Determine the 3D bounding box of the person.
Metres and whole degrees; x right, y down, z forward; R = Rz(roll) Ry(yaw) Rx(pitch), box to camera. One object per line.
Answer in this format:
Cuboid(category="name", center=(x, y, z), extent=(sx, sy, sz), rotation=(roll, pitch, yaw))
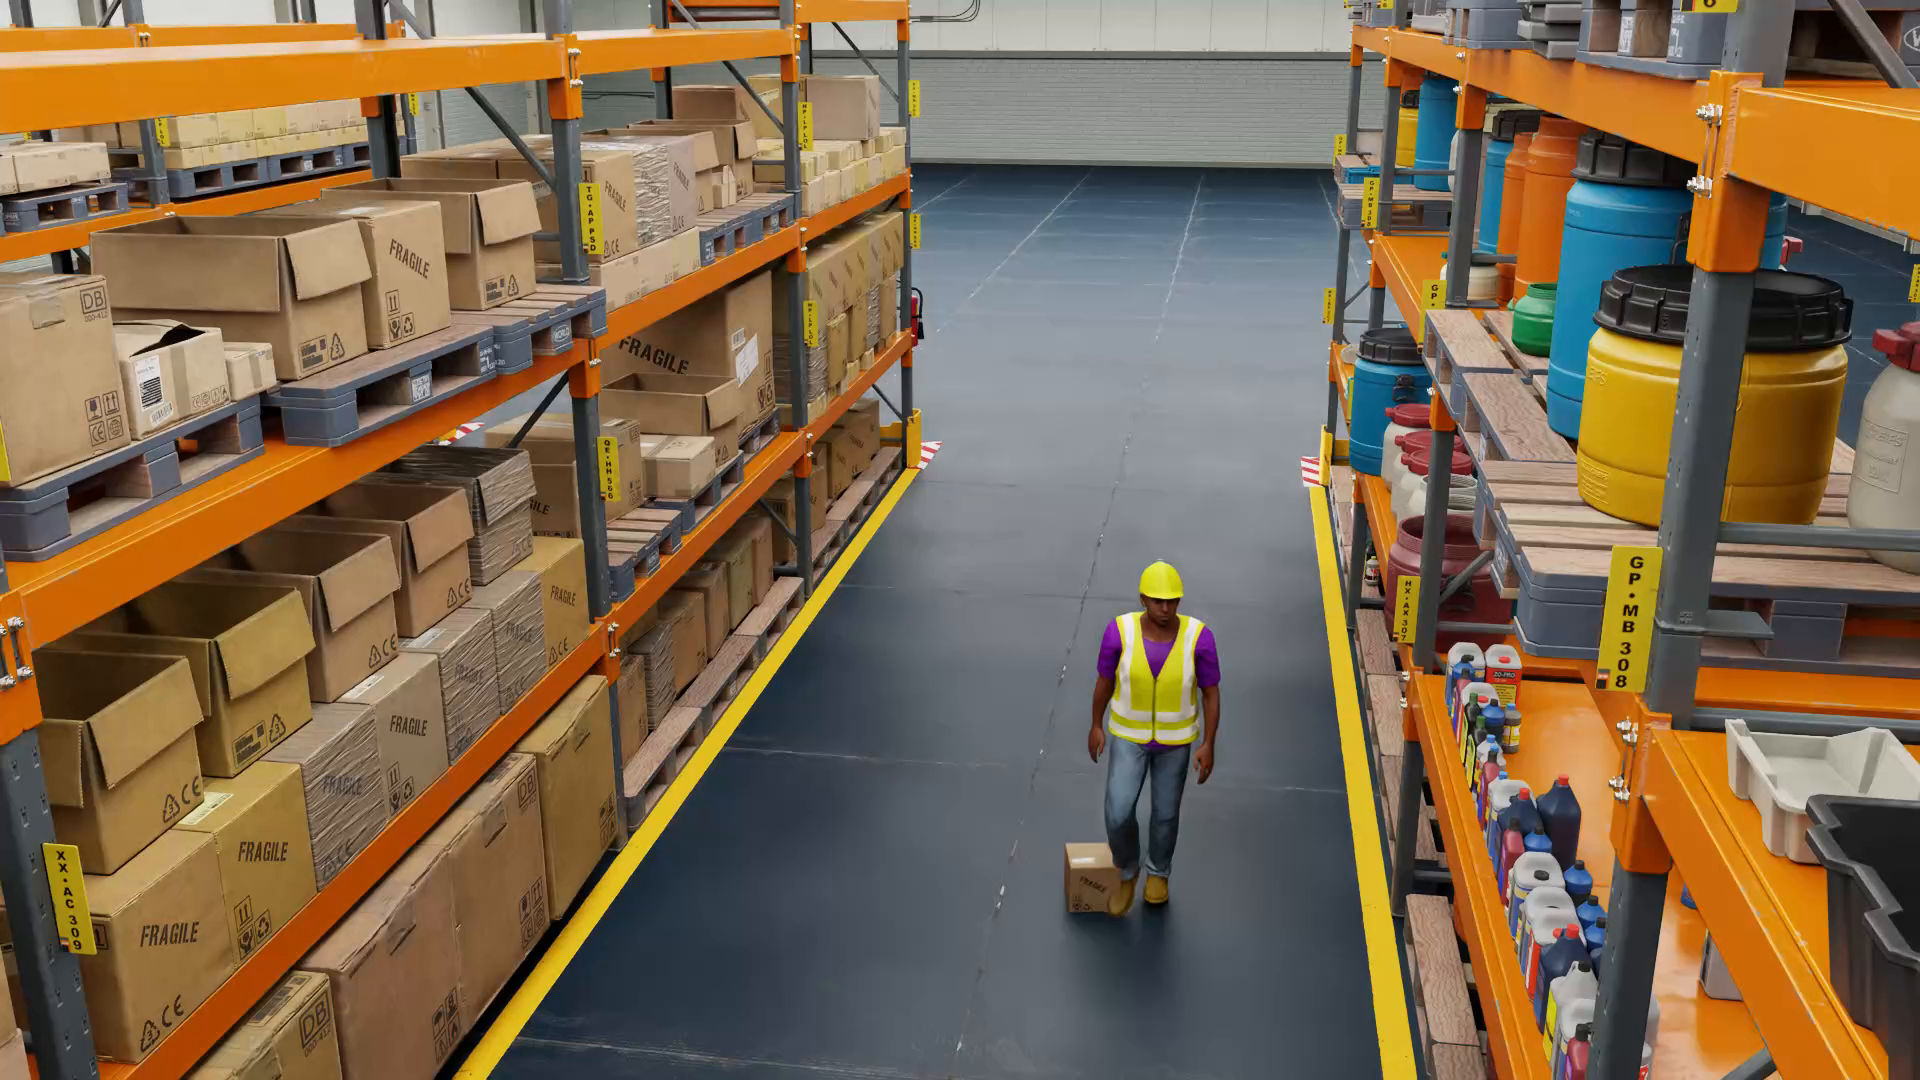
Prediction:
Cuboid(category="person", center=(0.923, 0.967, 7.959), extent=(0.621, 1.788, 0.522), rotation=(2, 18, 5))
